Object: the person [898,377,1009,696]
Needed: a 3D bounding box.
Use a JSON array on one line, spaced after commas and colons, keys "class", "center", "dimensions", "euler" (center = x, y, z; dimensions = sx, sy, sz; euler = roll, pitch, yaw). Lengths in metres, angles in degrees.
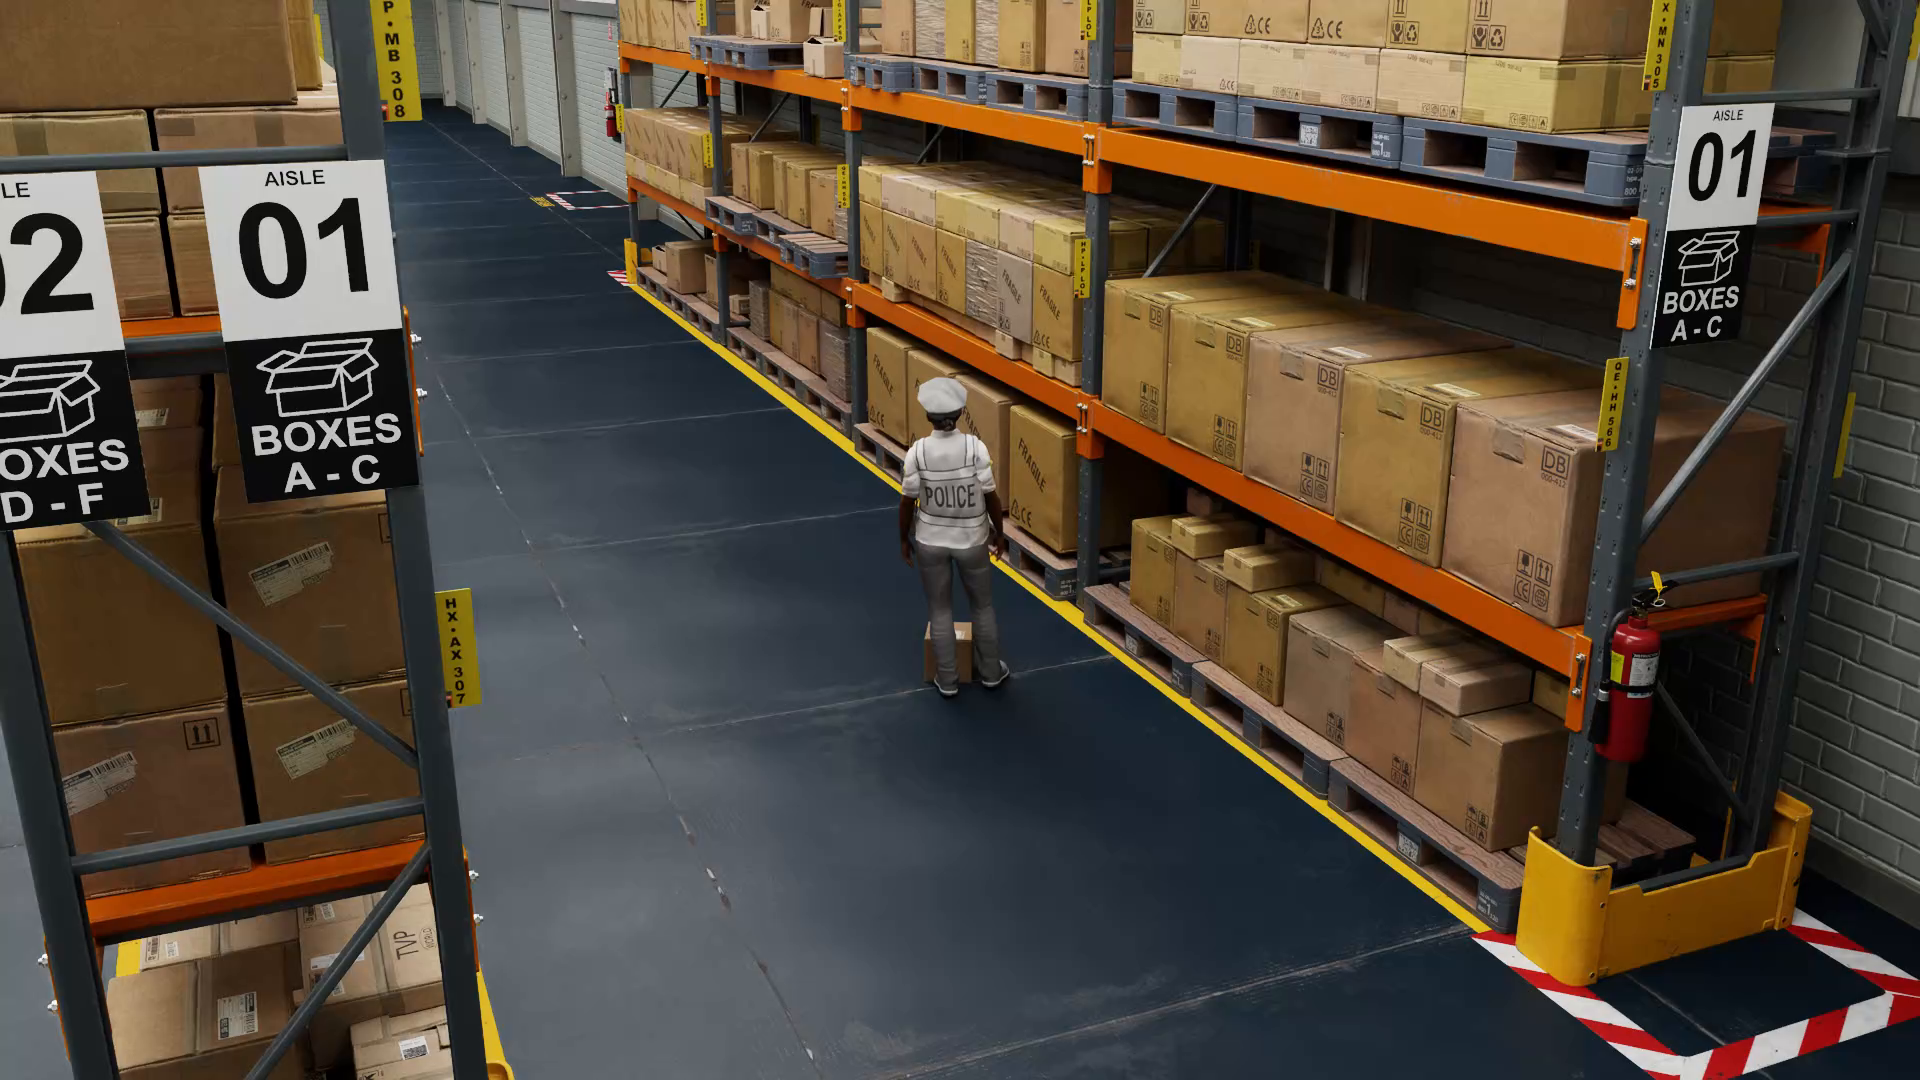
[{"class": "person", "center": [-0.025, -0.019, 8.541], "dimensions": [0.568, 1.694, 0.529], "euler": [1, 19, 2]}]
